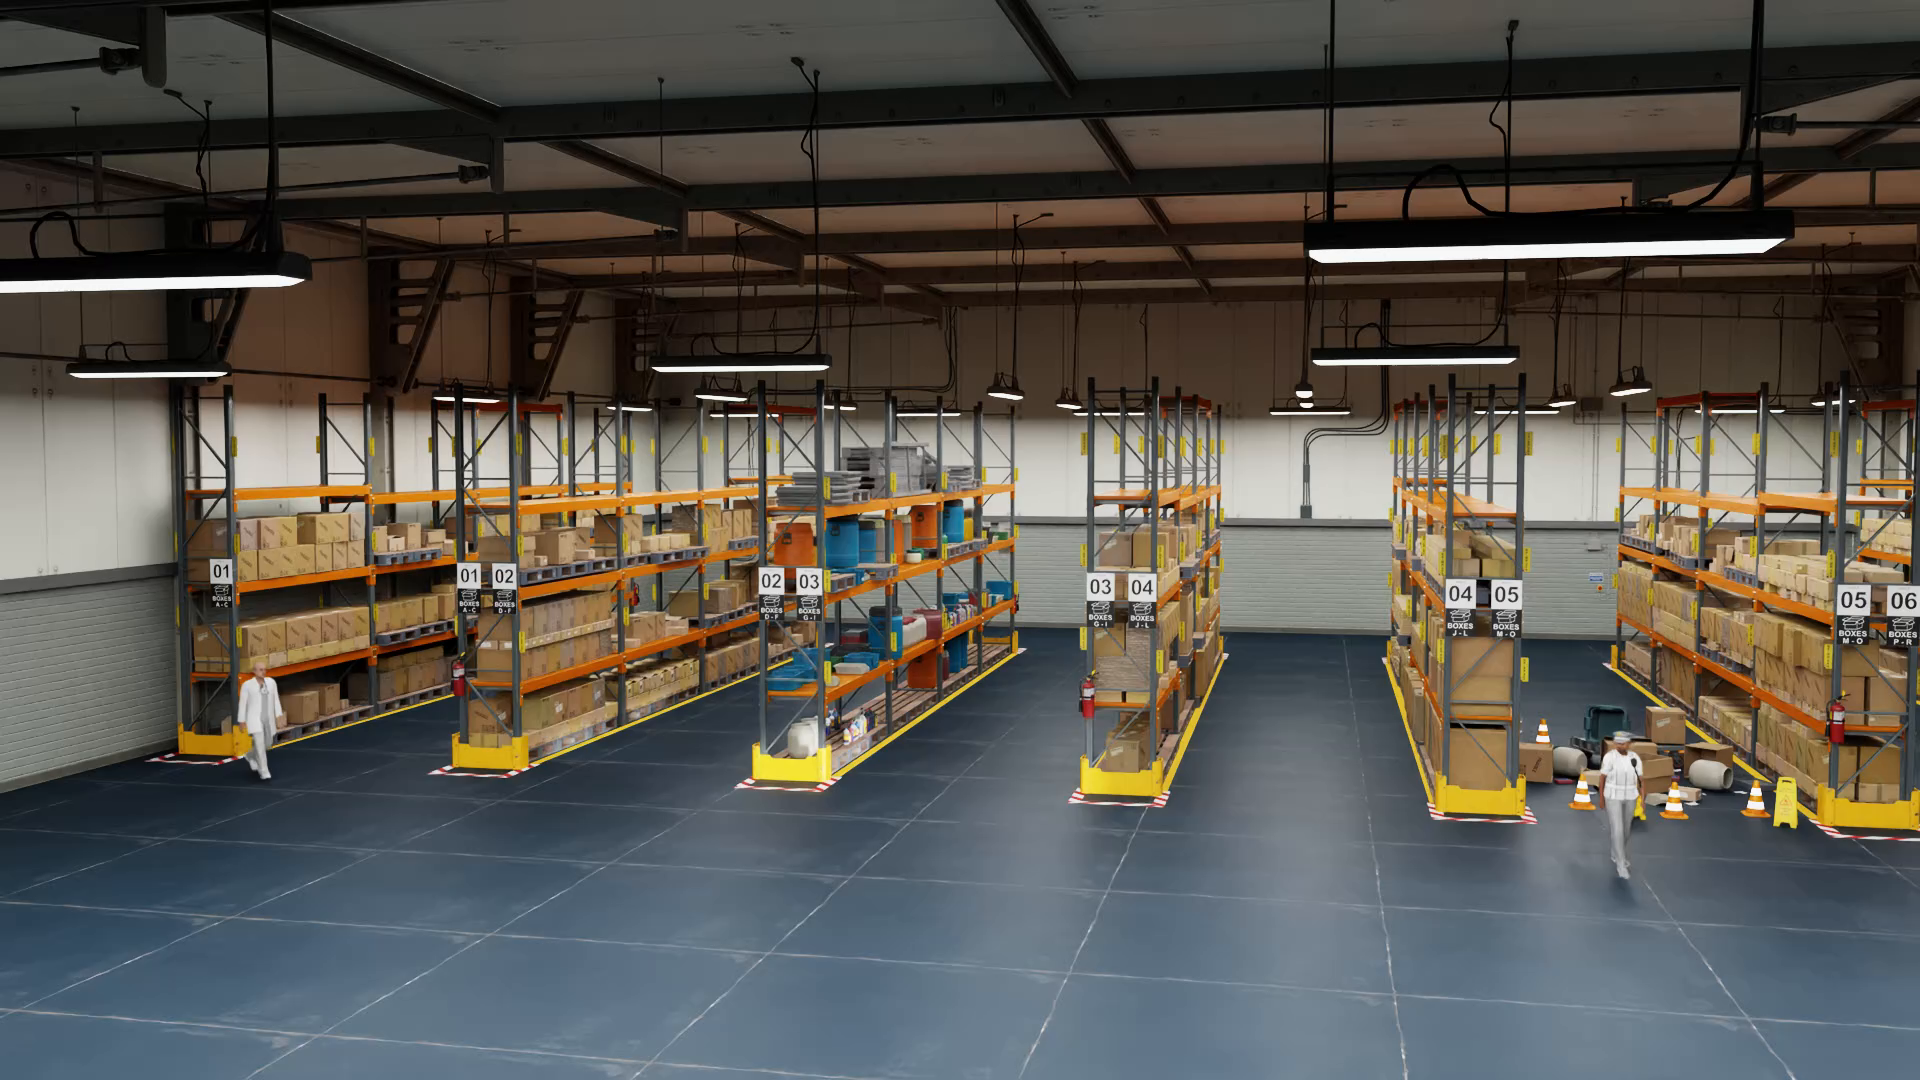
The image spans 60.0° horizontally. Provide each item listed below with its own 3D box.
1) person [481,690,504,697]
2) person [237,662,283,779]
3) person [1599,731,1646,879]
[{"bbox_3d":[-8.975,2.350,31.911,0.595,1.789,0.685,0,3,5],"label":"person"},{"bbox_3d":[-10.630,2.714,25.239,1.053,1.740,0.631,3,4,38],"label":"person"},{"bbox_3d":[7.812,3.094,19.596,0.466,1.704,0.741,0,3,1],"label":"person"}]
